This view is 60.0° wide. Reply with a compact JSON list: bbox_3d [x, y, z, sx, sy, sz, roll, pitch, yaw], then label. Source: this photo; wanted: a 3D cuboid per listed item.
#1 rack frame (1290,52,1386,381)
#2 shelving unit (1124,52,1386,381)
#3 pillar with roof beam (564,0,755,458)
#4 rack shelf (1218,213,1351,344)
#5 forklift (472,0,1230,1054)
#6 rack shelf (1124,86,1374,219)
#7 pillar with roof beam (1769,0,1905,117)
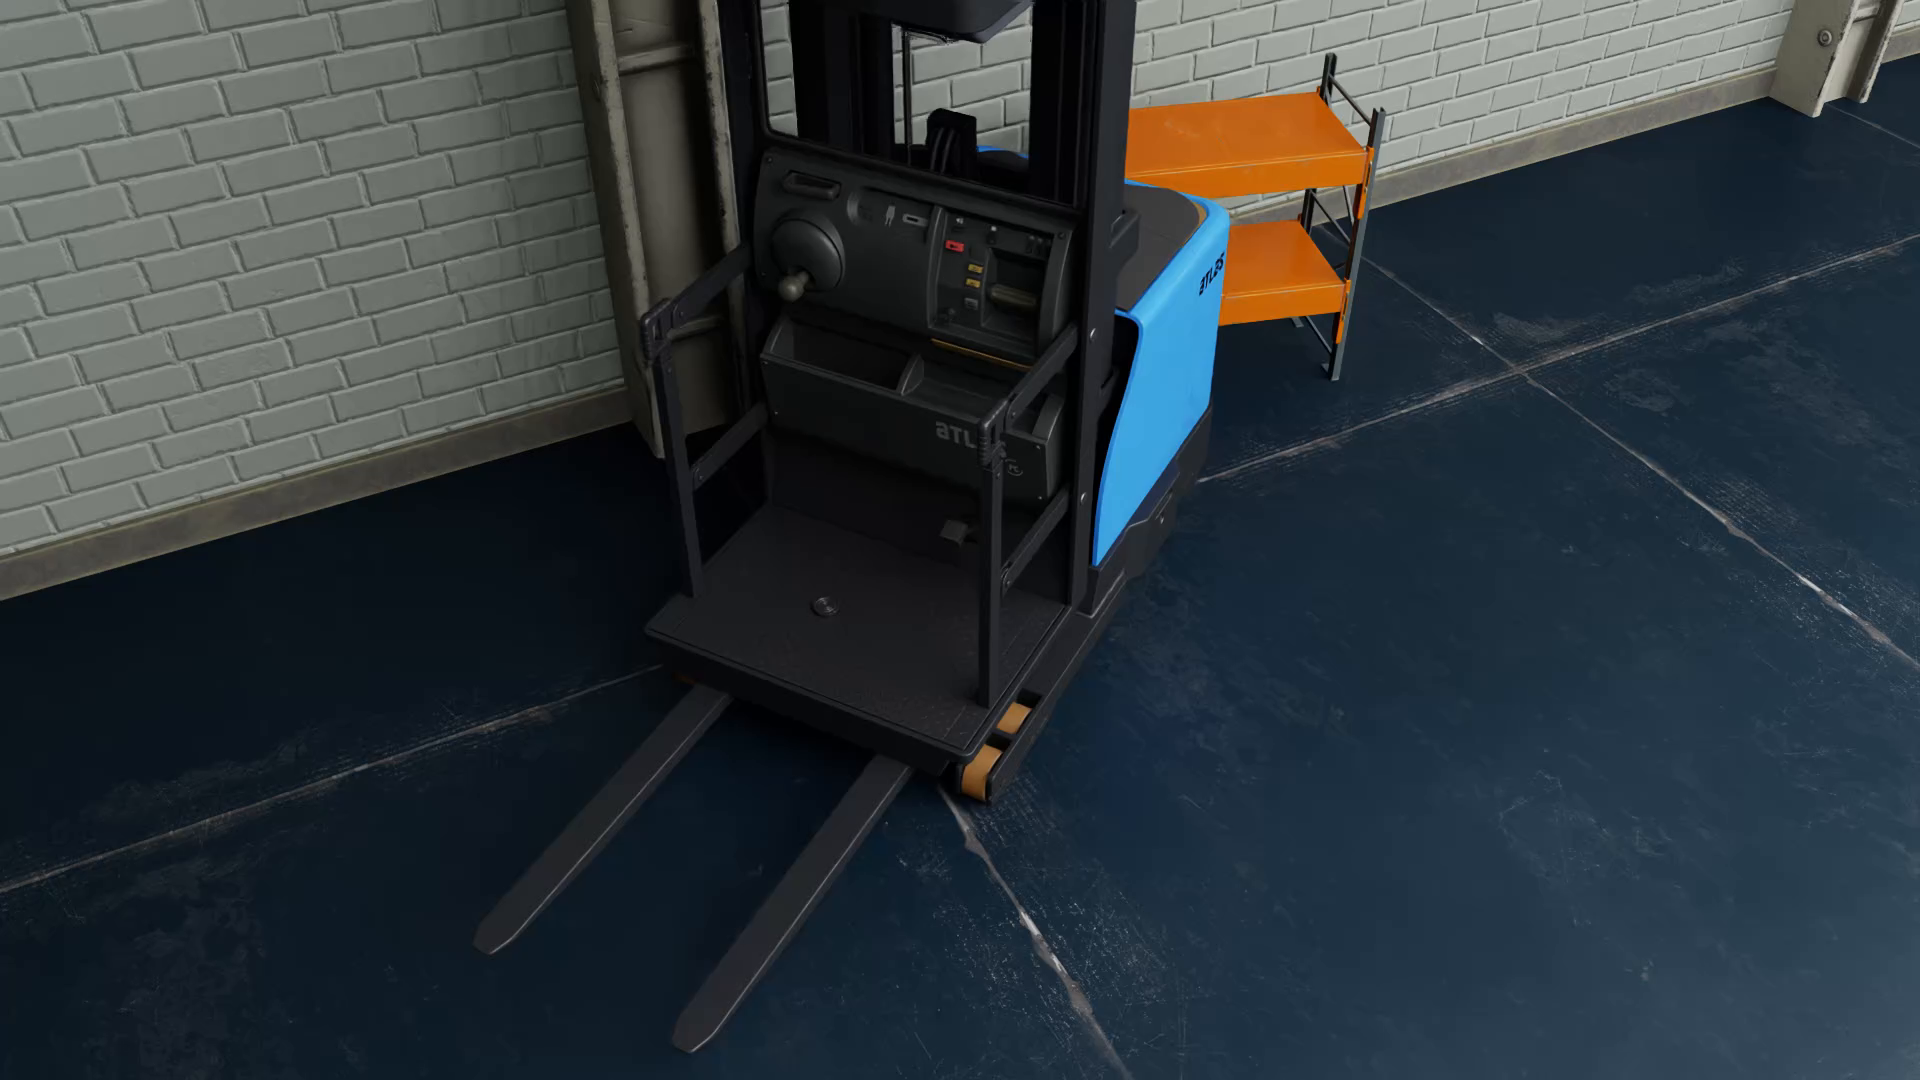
[{"bbox_3d":[1.413,-1.209,6.308,0.032,1.125,0.500,-8,41,-9],"label":"rack frame"},{"bbox_3d":[0.915,-1.144,6.230,1.048,1.125,0.538,-8,41,-9],"label":"shelving unit"},{"bbox_3d":[0.982,-1.413,0.454,0.400,9.000,9.100,-19,44,-21],"label":"pillar with roof beam"},{"bbox_3d":[0.915,-0.957,6.388,1.000,0.278,0.538,-8,41,-9],"label":"rack shelf"},{"bbox_3d":[-0.238,-0.691,4.298,1.130,2.935,3.031,19,44,21],"label":"forklift"},{"bbox_3d":[0.915,-1.367,6.041,1.000,0.278,0.538,-8,41,-9],"label":"rack shelf"},{"bbox_3d":[6.304,-3.203,2.569,0.400,9.000,9.100,-19,44,-21],"label":"pillar with roof beam"}]
